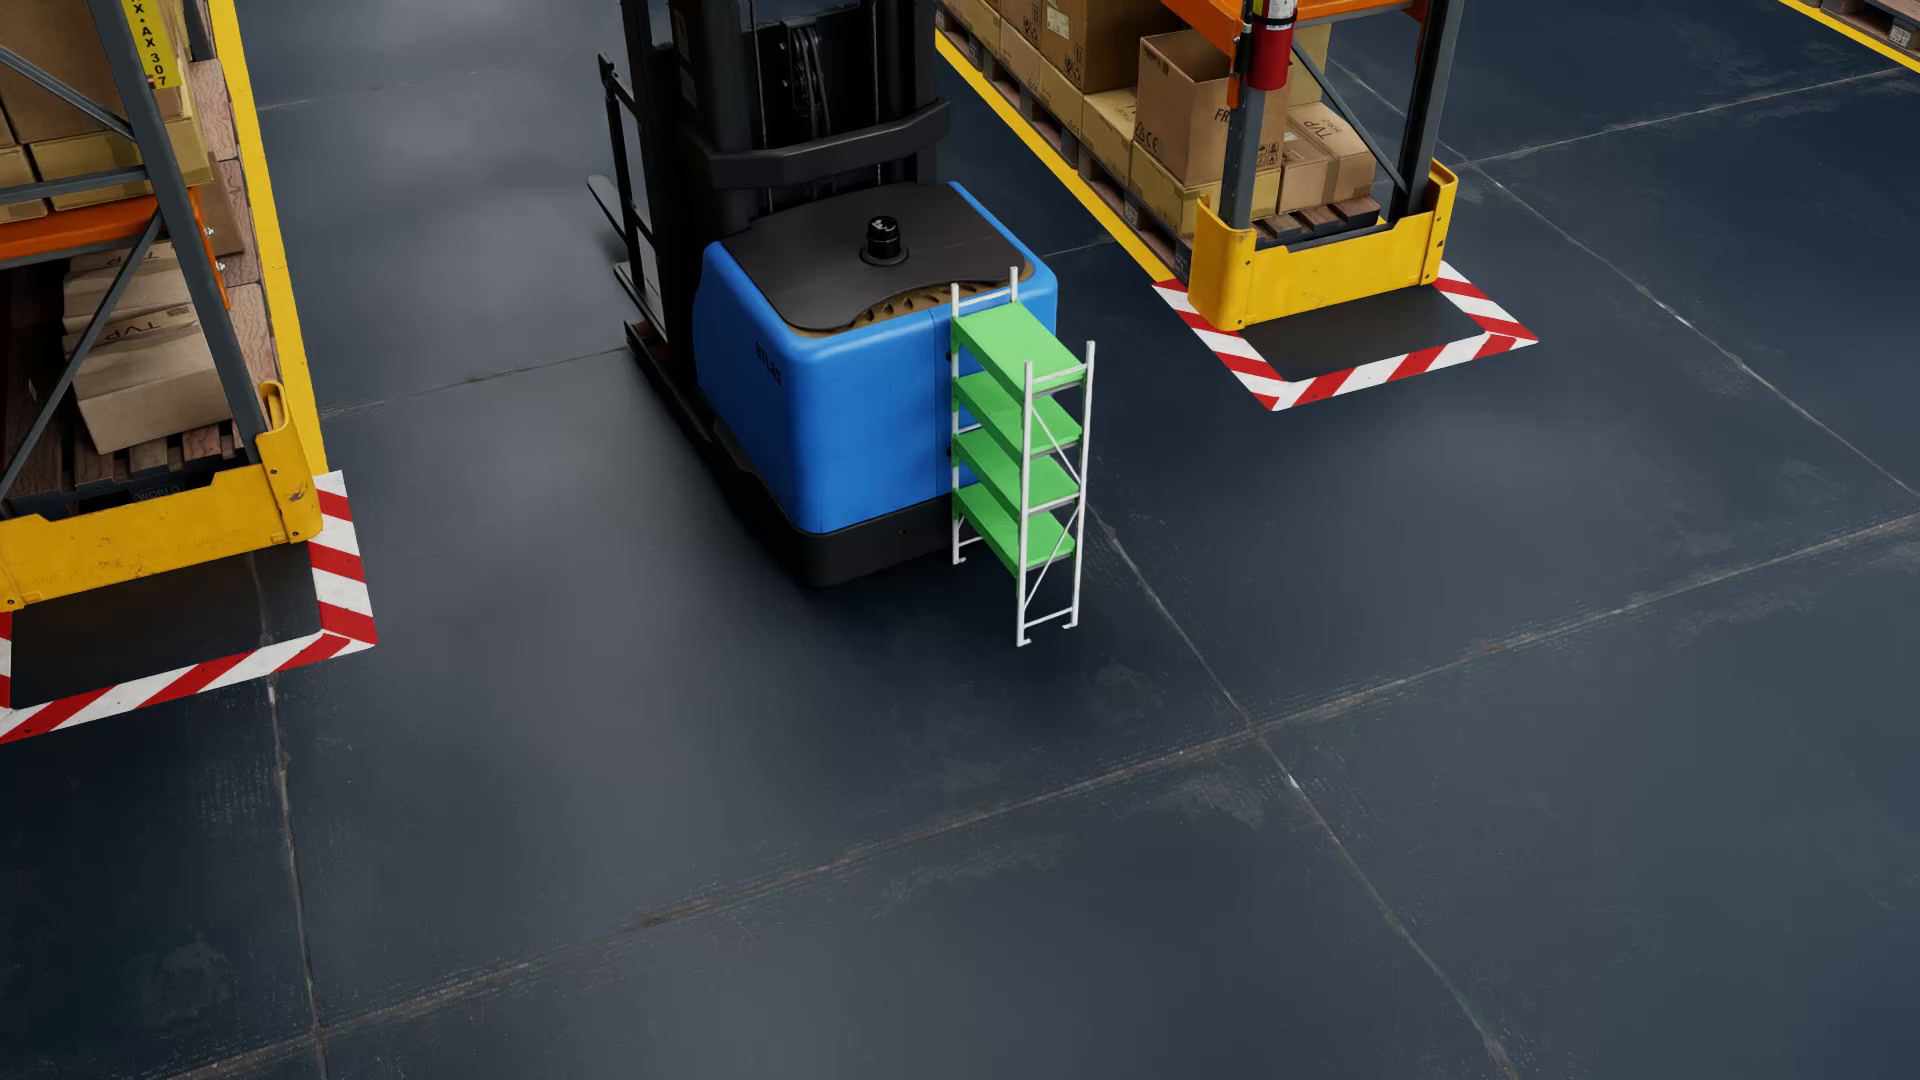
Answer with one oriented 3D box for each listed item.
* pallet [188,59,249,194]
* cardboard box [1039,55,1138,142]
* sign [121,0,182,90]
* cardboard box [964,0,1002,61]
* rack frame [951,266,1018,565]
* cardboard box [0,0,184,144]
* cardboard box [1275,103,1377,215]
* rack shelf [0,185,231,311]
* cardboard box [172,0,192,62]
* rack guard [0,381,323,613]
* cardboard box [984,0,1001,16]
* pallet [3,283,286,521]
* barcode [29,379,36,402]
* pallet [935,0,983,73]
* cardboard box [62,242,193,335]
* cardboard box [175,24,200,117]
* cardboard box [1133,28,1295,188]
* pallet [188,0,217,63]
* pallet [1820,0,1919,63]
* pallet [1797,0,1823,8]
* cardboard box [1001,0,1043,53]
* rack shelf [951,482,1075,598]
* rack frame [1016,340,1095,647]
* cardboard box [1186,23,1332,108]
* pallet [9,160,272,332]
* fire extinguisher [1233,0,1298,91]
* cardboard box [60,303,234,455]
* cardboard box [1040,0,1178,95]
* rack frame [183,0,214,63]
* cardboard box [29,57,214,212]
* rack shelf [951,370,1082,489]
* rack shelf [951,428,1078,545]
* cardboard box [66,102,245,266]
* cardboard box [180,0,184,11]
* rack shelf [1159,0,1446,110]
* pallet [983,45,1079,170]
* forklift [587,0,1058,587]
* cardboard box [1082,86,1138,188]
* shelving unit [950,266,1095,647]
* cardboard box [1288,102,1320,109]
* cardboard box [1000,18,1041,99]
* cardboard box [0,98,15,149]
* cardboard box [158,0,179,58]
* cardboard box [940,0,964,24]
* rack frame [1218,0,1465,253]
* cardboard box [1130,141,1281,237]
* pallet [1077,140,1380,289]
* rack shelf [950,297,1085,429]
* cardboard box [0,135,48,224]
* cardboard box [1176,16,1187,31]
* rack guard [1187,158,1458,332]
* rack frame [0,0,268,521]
[{"bbox_3d":[-4.212,-2.024,8.441,1.003,0.211,1.213,-15,43,-17],"label":"pallet"},{"bbox_3d":[0.730,-2.270,8.376,0.500,0.250,0.500,-15,43,-17],"label":"cardboard box"},{"bbox_3d":[-2.470,-1.531,5.066,0.100,0.325,0.005,-15,43,-17],"label":"sign"},{"bbox_3d":[0.344,-2.872,9.075,0.500,0.250,0.500,-15,43,-17],"label":"cardboard box"},{"bbox_3d":[0.080,-0.403,5.798,0.240,1.200,0.015,-19,44,-21],"label":"rack frame"},{"bbox_3d":[-2.876,-1.665,5.410,0.500,0.500,0.500,-15,43,-17],"label":"cardboard box"},{"bbox_3d":[1.604,-1.800,7.830,0.500,0.250,0.500,-15,43,-17],"label":"cardboard box"},{"bbox_3d":[-3.737,-1.999,6.826,1.077,0.370,4.000,-15,43,-17],"label":"rack shelf"},{"bbox_3d":[-3.266,-2.009,6.385,0.500,0.250,0.500,-16,43,-18],"label":"cardboard box"},{"bbox_3d":[-3.000,-0.165,6.059,1.175,0.500,0.348,-15,43,-17],"label":"rack guard"},{"bbox_3d":[0.344,-3.156,8.831,0.500,0.500,0.500,-15,43,-17],"label":"cardboard box"},{"bbox_3d":[-3.279,-0.554,6.732,1.003,0.211,1.213,-15,43,-17],"label":"pallet"},{"bbox_3d":[-3.529,-0.568,6.328,0.001,0.075,0.075,-15,43,-17],"label":"barcode"},{"bbox_3d":[0.339,-3.168,9.772,1.003,0.211,1.213,-15,43,-17],"label":"pallet"},{"bbox_3d":[-3.371,-0.997,6.834,0.500,0.311,0.500,-12,42,-13],"label":"cardboard box"},{"bbox_3d":[-3.077,-1.700,6.026,0.500,0.250,0.500,-16,43,-18],"label":"cardboard box"},{"bbox_3d":[1.124,-1.955,7.435,0.500,0.500,0.500,-15,43,-17],"label":"cardboard box"},{"bbox_3d":[-4.801,-2.888,9.447,1.003,0.211,1.213,-15,43,-17],"label":"pallet"},{"bbox_3d":[5.803,-3.006,9.584,1.003,0.211,1.213,-15,43,-17],"label":"pallet"},{"bbox_3d":[5.340,-3.740,10.437,1.003,0.211,1.213,-15,43,-17],"label":"pallet"},{"bbox_3d":[0.538,-2.855,8.481,0.500,0.500,0.500,-15,43,-17],"label":"cardboard box"},{"bbox_3d":[0.193,-0.031,5.832,0.258,0.148,0.480,-19,44,-21],"label":"rack shelf"},{"bbox_3d":[0.306,-0.121,5.470,0.240,1.200,0.015,-19,44,-21],"label":"rack frame"},{"bbox_3d":[1.411,-2.385,7.935,0.500,0.500,0.500,-15,43,-17],"label":"cardboard box"},{"bbox_3d":[-3.742,-1.288,7.585,1.003,0.211,1.213,-15,43,-17],"label":"pallet"},{"bbox_3d":[1.220,-2.089,6.438,0.296,0.674,0.183,-15,43,-17],"label":"fire extinguisher"},{"bbox_3d":[-3.153,-0.654,6.434,0.500,0.311,0.500,-20,45,-22],"label":"cardboard box"},{"bbox_3d":[0.728,-2.554,8.131,0.500,0.500,0.500,-15,43,-17],"label":"cardboard box"},{"bbox_3d":[-4.502,-3.477,7.992,1.000,3.000,0.127,-15,43,-17],"label":"rack frame"},{"bbox_3d":[-2.865,-1.391,5.667,0.500,0.250,0.500,-16,43,-18],"label":"cardboard box"},{"bbox_3d":[0.193,-0.395,5.519,0.258,0.148,0.480,-19,44,-21],"label":"rack shelf"},{"bbox_3d":[0.193,-0.213,5.676,0.258,0.148,0.480,-19,44,-21],"label":"rack shelf"},{"bbox_3d":[-3.606,-1.523,7.301,0.700,0.500,0.500,-18,44,-20],"label":"cardboard box"},{"bbox_3d":[-3.457,-2.314,6.740,0.500,0.250,0.500,-15,43,-16],"label":"cardboard box"},{"bbox_3d":[0.839,-3.237,8.266,1.077,0.370,4.000,-15,43,-17],"label":"rack shelf"},{"bbox_3d":[0.810,-2.432,8.916,1.003,0.211,1.213,-15,43,-17],"label":"pallet"},{"bbox_3d":[-0.777,-1.897,6.208,1.130,2.935,3.031,-19,44,-21],"label":"forklift"},{"bbox_3d":[0.923,-1.969,8.026,0.500,0.250,0.500,-15,43,-17],"label":"cardboard box"},{"bbox_3d":[0.193,-0.262,5.634,0.258,1.200,0.503,-19,44,-21],"label":"shelving unit"},{"bbox_3d":[1.410,-2.101,8.179,0.500,0.250,0.500,-15,43,-17],"label":"cardboard box"},{"bbox_3d":[0.541,-2.572,8.727,0.500,0.250,0.500,-15,43,-17],"label":"cardboard box"},{"bbox_3d":[-3.348,-1.533,5.257,0.500,0.500,0.500,-16,43,-17],"label":"cardboard box"},{"bbox_3d":[-3.056,-1.965,5.759,0.500,0.500,0.500,-15,43,-17],"label":"cardboard box"},{"bbox_3d":[0.157,-3.174,9.427,0.500,0.250,0.500,-15,43,-17],"label":"cardboard box"},{"bbox_3d":[1.604,-2.305,6.630,1.000,3.000,0.127,-15,43,-17],"label":"rack frame"},{"bbox_3d":[1.126,-1.671,7.680,0.500,0.250,0.500,-15,43,-17],"label":"cardboard box"},{"bbox_3d":[1.273,-1.698,8.063,1.003,0.211,1.213,-15,43,-17],"label":"pallet"},{"bbox_3d":[0.193,-0.577,5.363,0.258,0.148,0.480,-19,44,-21],"label":"rack shelf"},{"bbox_3d":[-3.329,-1.251,5.504,0.500,0.250,0.500,-15,43,-16],"label":"cardboard box"},{"bbox_3d":[1.208,-2.683,8.282,0.500,0.500,0.500,-15,43,-17],"label":"cardboard box"},{"bbox_3d":[1.613,-1.343,7.428,1.175,0.500,0.348,-15,43,-17],"label":"rack guard"},{"bbox_3d":[-2.971,-1.067,5.190,1.000,3.000,0.127,-15,43,-17],"label":"rack frame"}]
